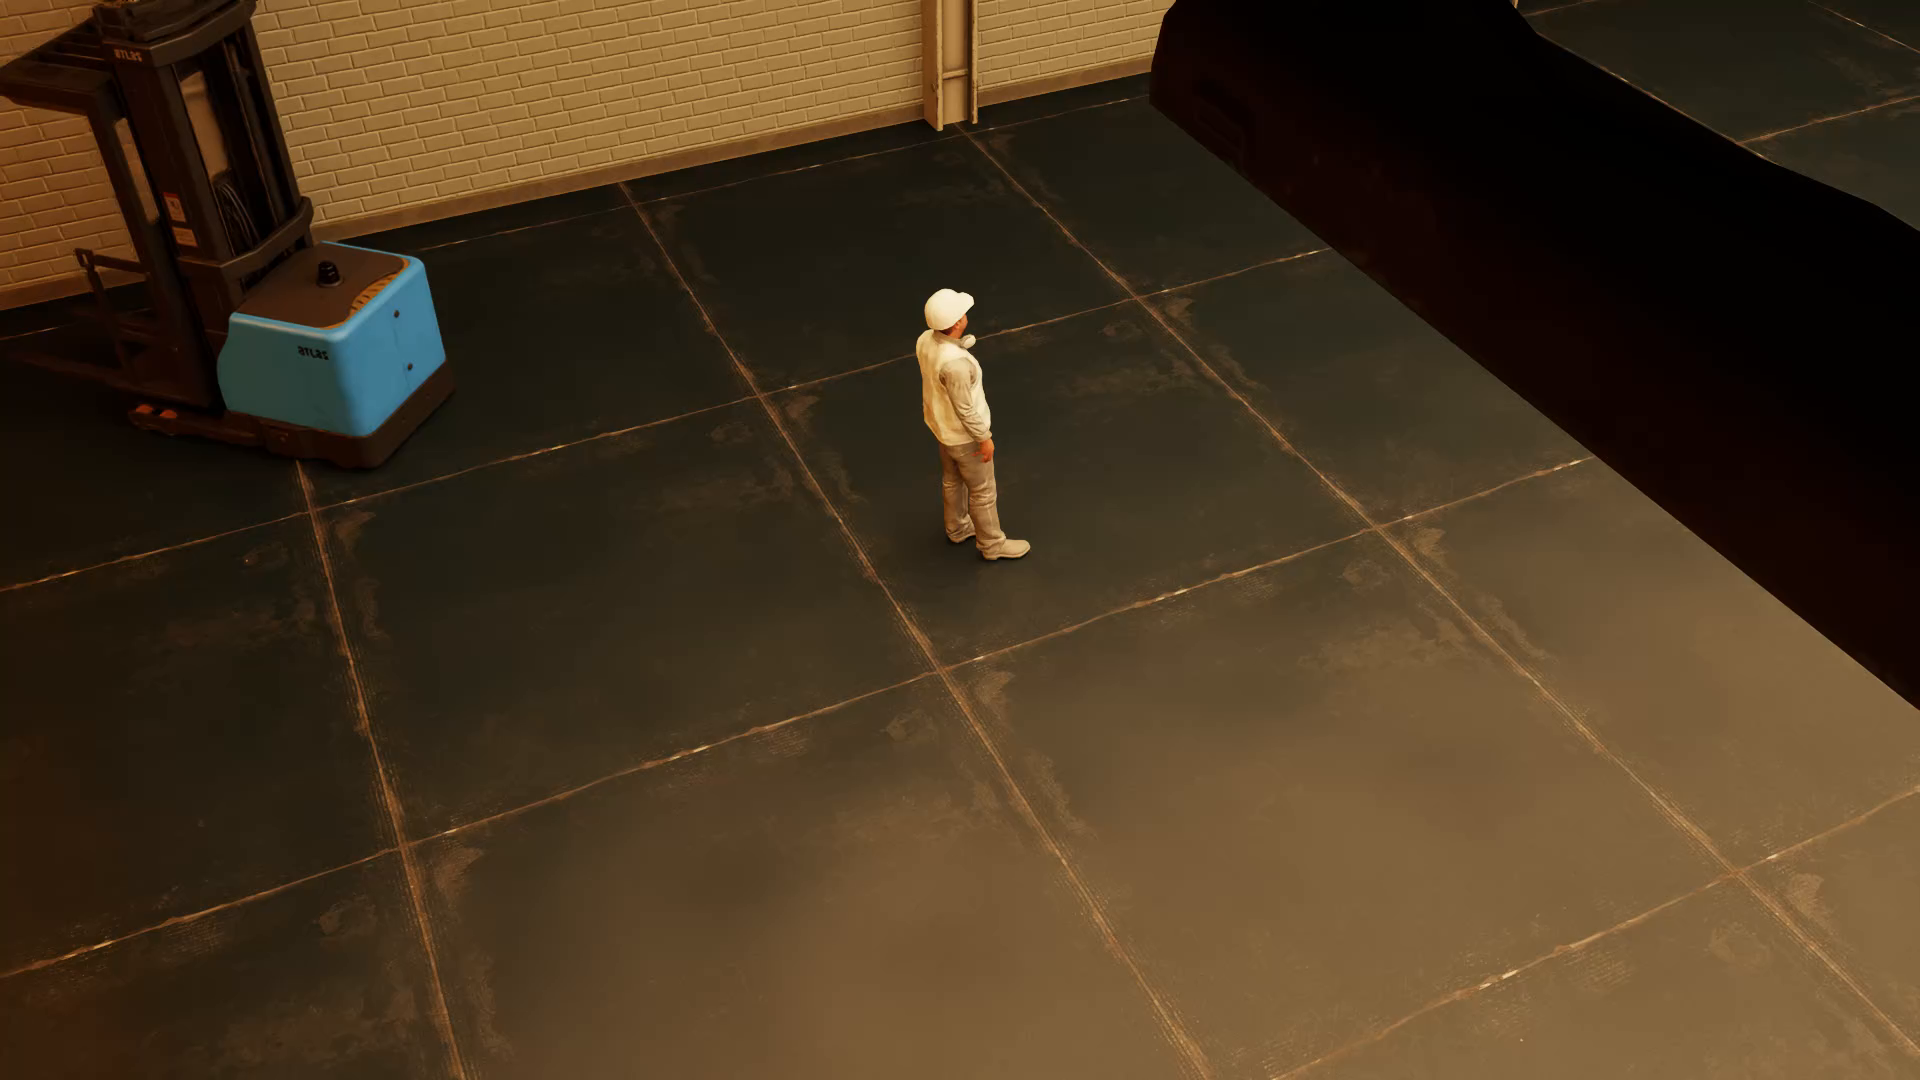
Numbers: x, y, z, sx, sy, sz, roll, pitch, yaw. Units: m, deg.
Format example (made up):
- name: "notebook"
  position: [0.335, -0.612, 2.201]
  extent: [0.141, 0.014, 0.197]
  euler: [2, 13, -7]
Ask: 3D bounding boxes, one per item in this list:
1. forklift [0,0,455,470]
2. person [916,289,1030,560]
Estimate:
- name: "forklift"
  position: [-5.051, -2.137, 10.577]
  extent: [3.031, 2.935, 1.130]
  euler: [12, 41, 14]
- name: "person"
  position: [0.060, -0.699, 9.746]
  extent: [0.566, 1.775, 0.633]
  euler: [-17, 43, -19]
